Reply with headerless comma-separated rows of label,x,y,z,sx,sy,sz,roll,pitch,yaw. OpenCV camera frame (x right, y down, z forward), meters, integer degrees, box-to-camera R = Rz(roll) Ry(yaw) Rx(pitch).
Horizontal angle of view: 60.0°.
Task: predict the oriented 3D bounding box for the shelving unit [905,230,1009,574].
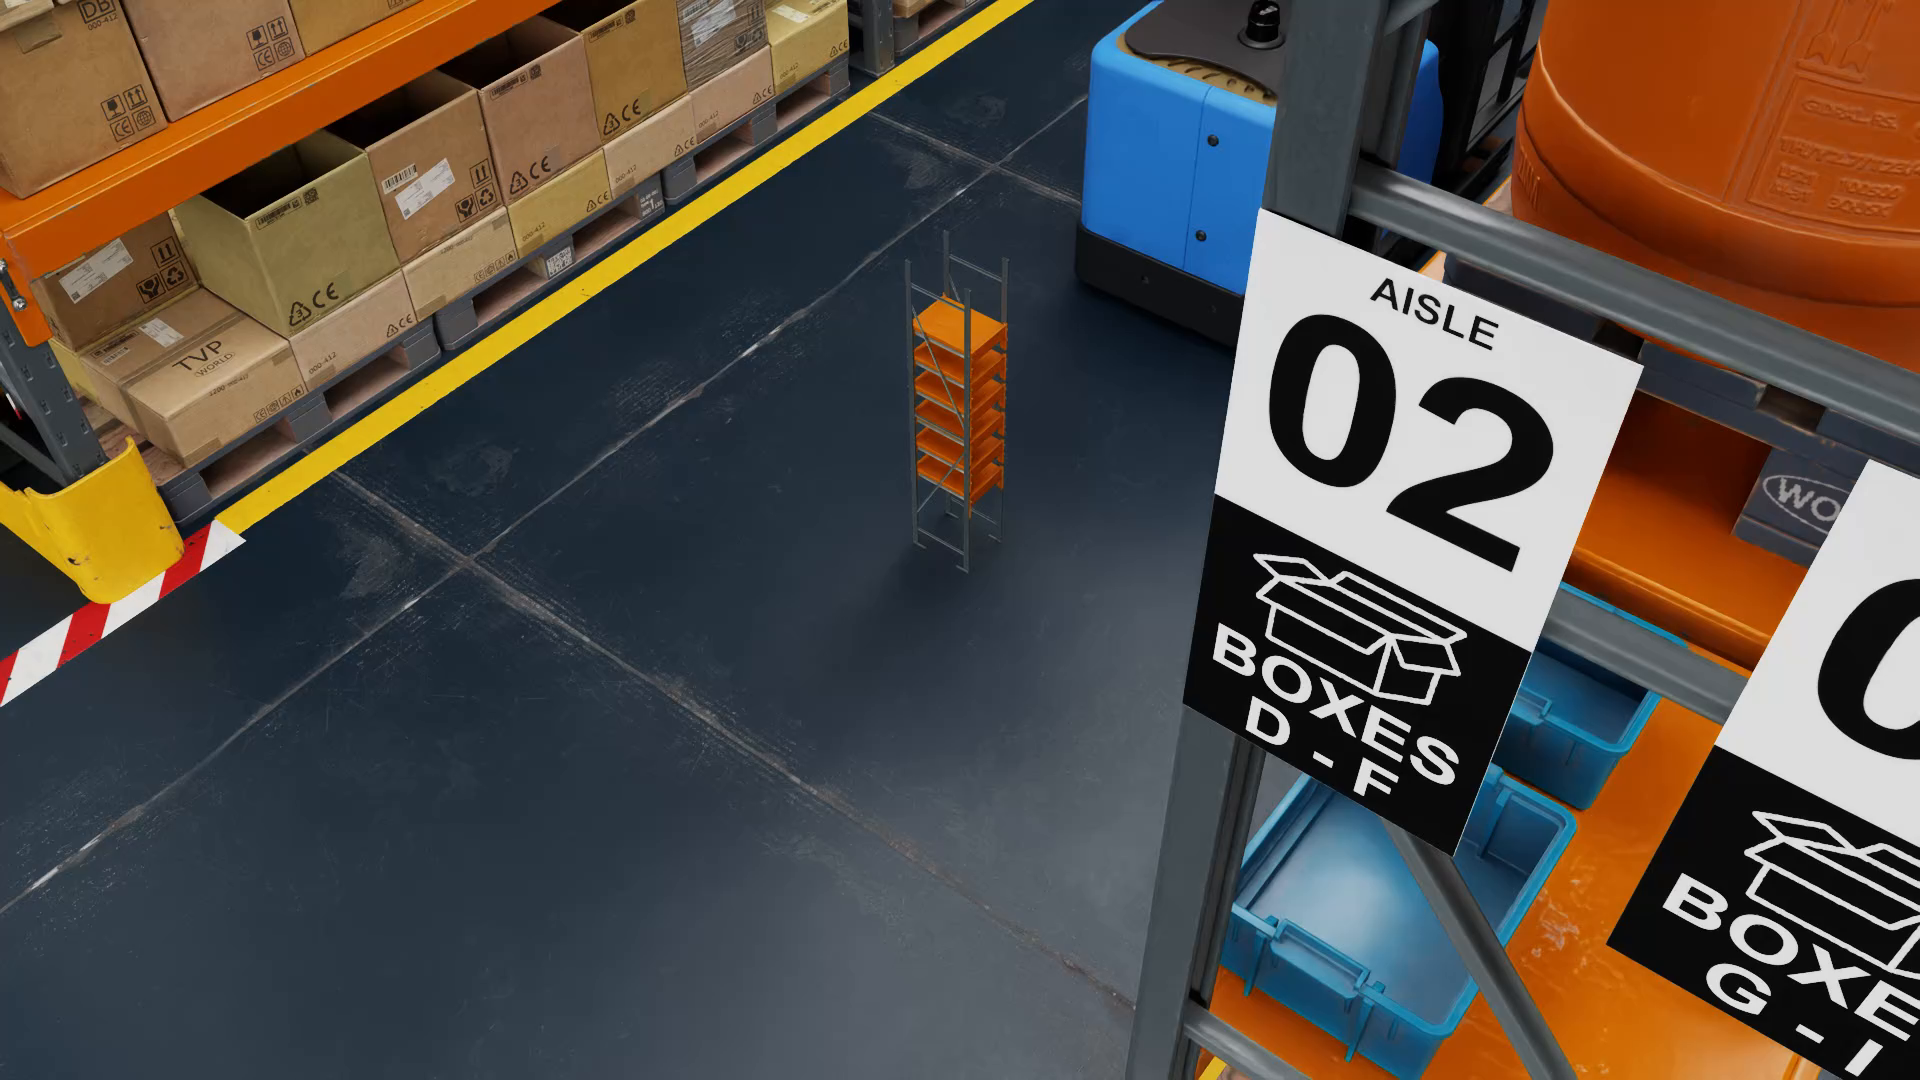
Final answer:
shelving unit,-0.009,-0.406,5.308,0.258,1.200,0.189,29,53,25

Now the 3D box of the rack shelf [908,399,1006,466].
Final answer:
rack shelf,-0.009,-0.375,5.340,0.258,0.103,0.180,29,53,25

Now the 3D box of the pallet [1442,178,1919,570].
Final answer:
pallet,1.315,-0.382,2.096,1.003,0.211,1.213,29,53,25

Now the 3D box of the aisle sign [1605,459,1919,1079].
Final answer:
aisle sign,0.919,0.292,1.599,0.394,0.787,0.004,29,53,25

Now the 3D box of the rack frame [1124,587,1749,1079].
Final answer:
rack frame,0.732,1.019,2.702,1.000,3.000,0.127,29,53,25

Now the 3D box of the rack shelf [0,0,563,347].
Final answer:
rack shelf,-1.963,-2.069,6.149,1.077,0.370,4.000,29,53,25

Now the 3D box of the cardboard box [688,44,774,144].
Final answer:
cardboard box,-1.164,-2.013,7.210,0.500,0.250,0.500,29,53,25

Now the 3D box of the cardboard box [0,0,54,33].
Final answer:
cardboard box,-2.776,-1.561,4.649,0.380,0.149,0.250,29,53,25

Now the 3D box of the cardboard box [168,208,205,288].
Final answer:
cardboard box,-2.796,-1.097,6.335,0.500,0.250,0.500,29,53,25

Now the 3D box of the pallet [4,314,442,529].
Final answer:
pallet,-2.752,-0.666,6.240,1.003,0.211,1.213,29,53,25

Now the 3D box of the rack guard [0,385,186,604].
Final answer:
rack guard,-3.201,-0.296,5.687,1.175,0.500,0.348,29,53,25

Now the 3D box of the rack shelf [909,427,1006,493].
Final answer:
rack shelf,-0.009,-0.293,5.427,0.258,0.103,0.180,29,53,25

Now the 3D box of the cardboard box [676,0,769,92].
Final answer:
cardboard box,-1.166,-2.273,6.939,0.500,0.500,0.500,29,53,25

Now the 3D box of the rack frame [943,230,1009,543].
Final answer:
rack frame,0.047,-0.459,5.358,0.240,1.200,0.006,29,53,25

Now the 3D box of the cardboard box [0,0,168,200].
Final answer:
cardboard box,-2.890,-1.469,5.009,0.700,0.500,0.500,29,53,25

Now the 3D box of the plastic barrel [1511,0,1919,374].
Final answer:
plastic barrel,0.928,-0.644,1.629,0.600,0.830,0.708,29,53,25

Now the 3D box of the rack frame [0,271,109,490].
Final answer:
rack frame,-3.186,-1.173,4.796,1.000,3.000,0.127,29,53,25

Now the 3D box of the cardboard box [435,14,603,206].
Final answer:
cardboard box,-1.763,-1.693,6.385,0.500,0.500,0.500,29,53,25

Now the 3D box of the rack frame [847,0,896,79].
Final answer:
rack frame,-0.740,-3.462,6.982,1.000,3.000,0.127,29,53,25

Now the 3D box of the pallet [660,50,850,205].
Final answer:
pallet,-1.260,-2.062,7.574,1.003,0.211,1.213,29,53,25

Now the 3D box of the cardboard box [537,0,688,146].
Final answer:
cardboard box,-1.469,-1.985,6.664,0.500,0.500,0.500,29,53,25

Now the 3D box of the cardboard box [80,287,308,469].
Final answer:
cardboard box,-2.682,-0.576,5.837,0.500,0.250,0.500,29,53,25

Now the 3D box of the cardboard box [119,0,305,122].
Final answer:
cardboard box,-2.573,-1.771,5.299,0.700,0.500,0.500,31,53,26

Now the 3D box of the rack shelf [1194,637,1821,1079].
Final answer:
rack shelf,1.954,0.123,4.055,1.077,0.370,4.000,29,53,25

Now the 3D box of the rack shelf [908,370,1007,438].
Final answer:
rack shelf,-0.009,-0.458,5.254,0.258,0.103,0.180,29,53,25

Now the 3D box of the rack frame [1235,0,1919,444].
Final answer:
rack frame,0.732,-1.053,0.533,1.000,3.000,0.127,29,53,25

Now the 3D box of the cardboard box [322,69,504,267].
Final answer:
cardboard box,-2.082,-1.414,6.119,0.500,0.500,0.500,29,53,25

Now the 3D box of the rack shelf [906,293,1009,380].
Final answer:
rack shelf,-0.009,-0.624,5.080,0.258,0.103,0.180,29,53,25

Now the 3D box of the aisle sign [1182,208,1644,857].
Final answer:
aisle sign,0.452,0.031,1.848,0.394,0.787,0.004,29,53,25

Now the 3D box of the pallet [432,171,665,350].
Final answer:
pallet,-2.005,-1.361,6.904,1.003,0.211,1.213,29,53,25

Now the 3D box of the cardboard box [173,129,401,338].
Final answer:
cardboard box,-2.378,-1.122,5.840,0.500,0.500,0.500,29,53,25

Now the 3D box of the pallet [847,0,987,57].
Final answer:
pallet,-0.321,-2.937,8.410,1.003,0.211,1.213,29,53,25

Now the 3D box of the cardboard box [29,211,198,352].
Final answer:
cardboard box,-3.094,-1.065,5.786,0.500,0.500,0.500,29,53,25

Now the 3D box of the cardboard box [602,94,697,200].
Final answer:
cardboard box,-1.458,-1.720,6.930,0.500,0.250,0.500,29,53,25

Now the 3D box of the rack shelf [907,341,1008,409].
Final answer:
rack shelf,-0.009,-0.541,5.167,0.258,0.103,0.180,29,53,25

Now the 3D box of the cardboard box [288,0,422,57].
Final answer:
cardboard box,-2.265,-2.053,5.567,0.700,0.500,0.500,30,53,25

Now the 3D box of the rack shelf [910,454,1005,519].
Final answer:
rack shelf,-0.009,-0.210,5.514,0.258,0.103,0.180,29,53,25

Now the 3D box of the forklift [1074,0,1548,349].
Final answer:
forklift,1.742,-2.687,6.289,1.130,2.935,3.031,28,53,24

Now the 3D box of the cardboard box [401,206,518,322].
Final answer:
cardboard box,-2.073,-1.150,6.385,0.500,0.250,0.500,29,53,25

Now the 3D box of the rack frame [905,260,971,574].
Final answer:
rack frame,-0.065,-0.354,5.258,0.240,1.200,0.006,29,53,25

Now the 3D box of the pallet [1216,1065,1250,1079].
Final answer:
pallet,1.242,1.456,4.213,1.003,0.211,1.213,29,53,25

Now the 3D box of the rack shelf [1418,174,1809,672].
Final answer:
rack shelf,1.954,-0.913,2.971,1.077,0.370,4.000,29,53,25

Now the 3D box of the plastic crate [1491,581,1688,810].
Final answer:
plastic crate,1.202,0.283,3.508,0.499,0.251,0.408,29,53,25

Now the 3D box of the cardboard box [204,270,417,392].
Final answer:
cardboard box,-2.379,-0.864,6.112,0.500,0.250,0.500,29,53,25

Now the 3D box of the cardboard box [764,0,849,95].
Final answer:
cardboard box,-0.851,-2.295,7.479,0.500,0.250,0.500,29,53,25

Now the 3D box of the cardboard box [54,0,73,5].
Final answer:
cardboard box,-2.616,-1.713,4.794,0.380,0.149,0.250,28,52,24

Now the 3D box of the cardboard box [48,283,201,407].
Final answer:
cardboard box,-3.092,-0.805,6.056,0.500,0.250,0.500,29,53,25

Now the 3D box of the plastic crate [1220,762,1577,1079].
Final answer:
plastic crate,0.801,0.652,3.156,0.499,0.251,0.616,29,53,25

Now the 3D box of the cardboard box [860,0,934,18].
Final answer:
cardboard box,-0.298,-2.778,7.940,0.500,0.250,0.500,28,52,24

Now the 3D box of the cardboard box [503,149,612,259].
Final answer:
cardboard box,-1.764,-1.434,6.657,0.500,0.250,0.500,29,53,25
